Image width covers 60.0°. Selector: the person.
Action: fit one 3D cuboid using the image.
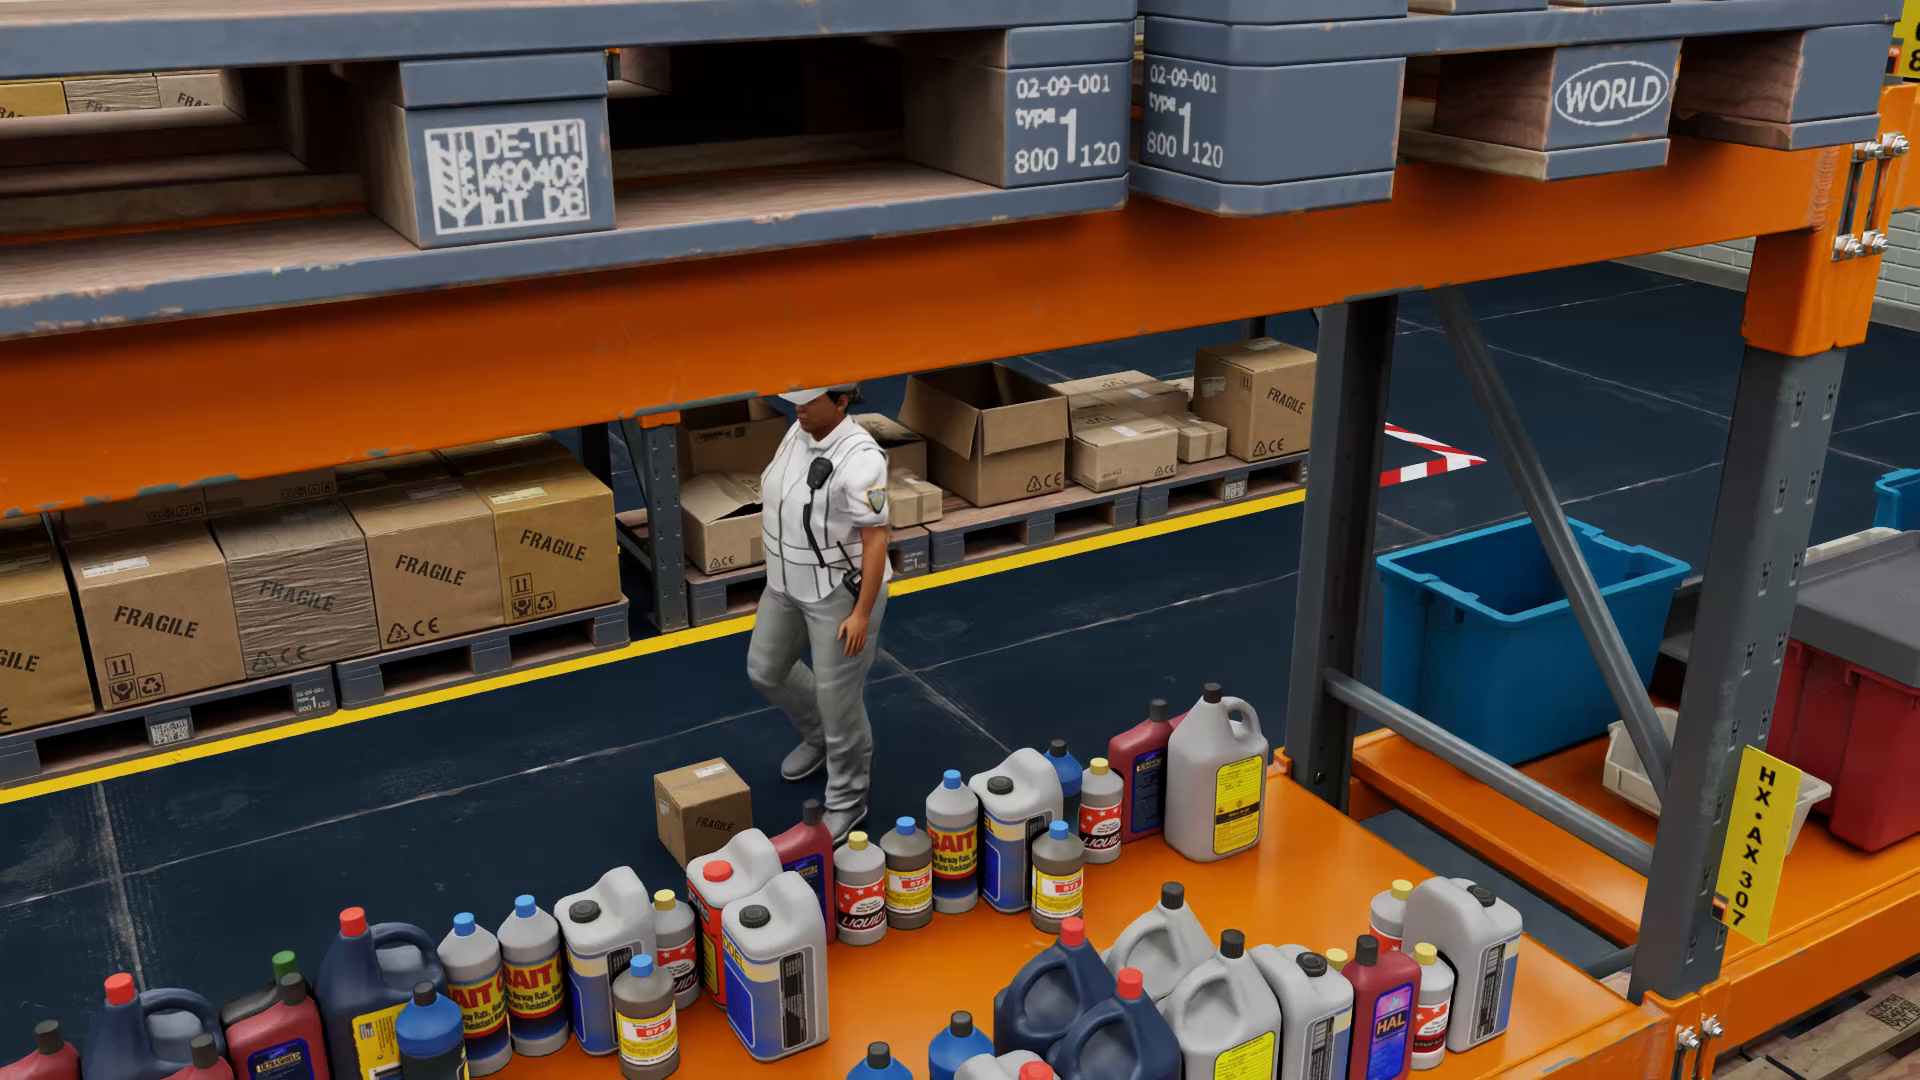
[{"bbox_3d":[-0.470,0.168,5.614,0.486,1.668,0.573,-19,29,-40],"label":"person"}]
